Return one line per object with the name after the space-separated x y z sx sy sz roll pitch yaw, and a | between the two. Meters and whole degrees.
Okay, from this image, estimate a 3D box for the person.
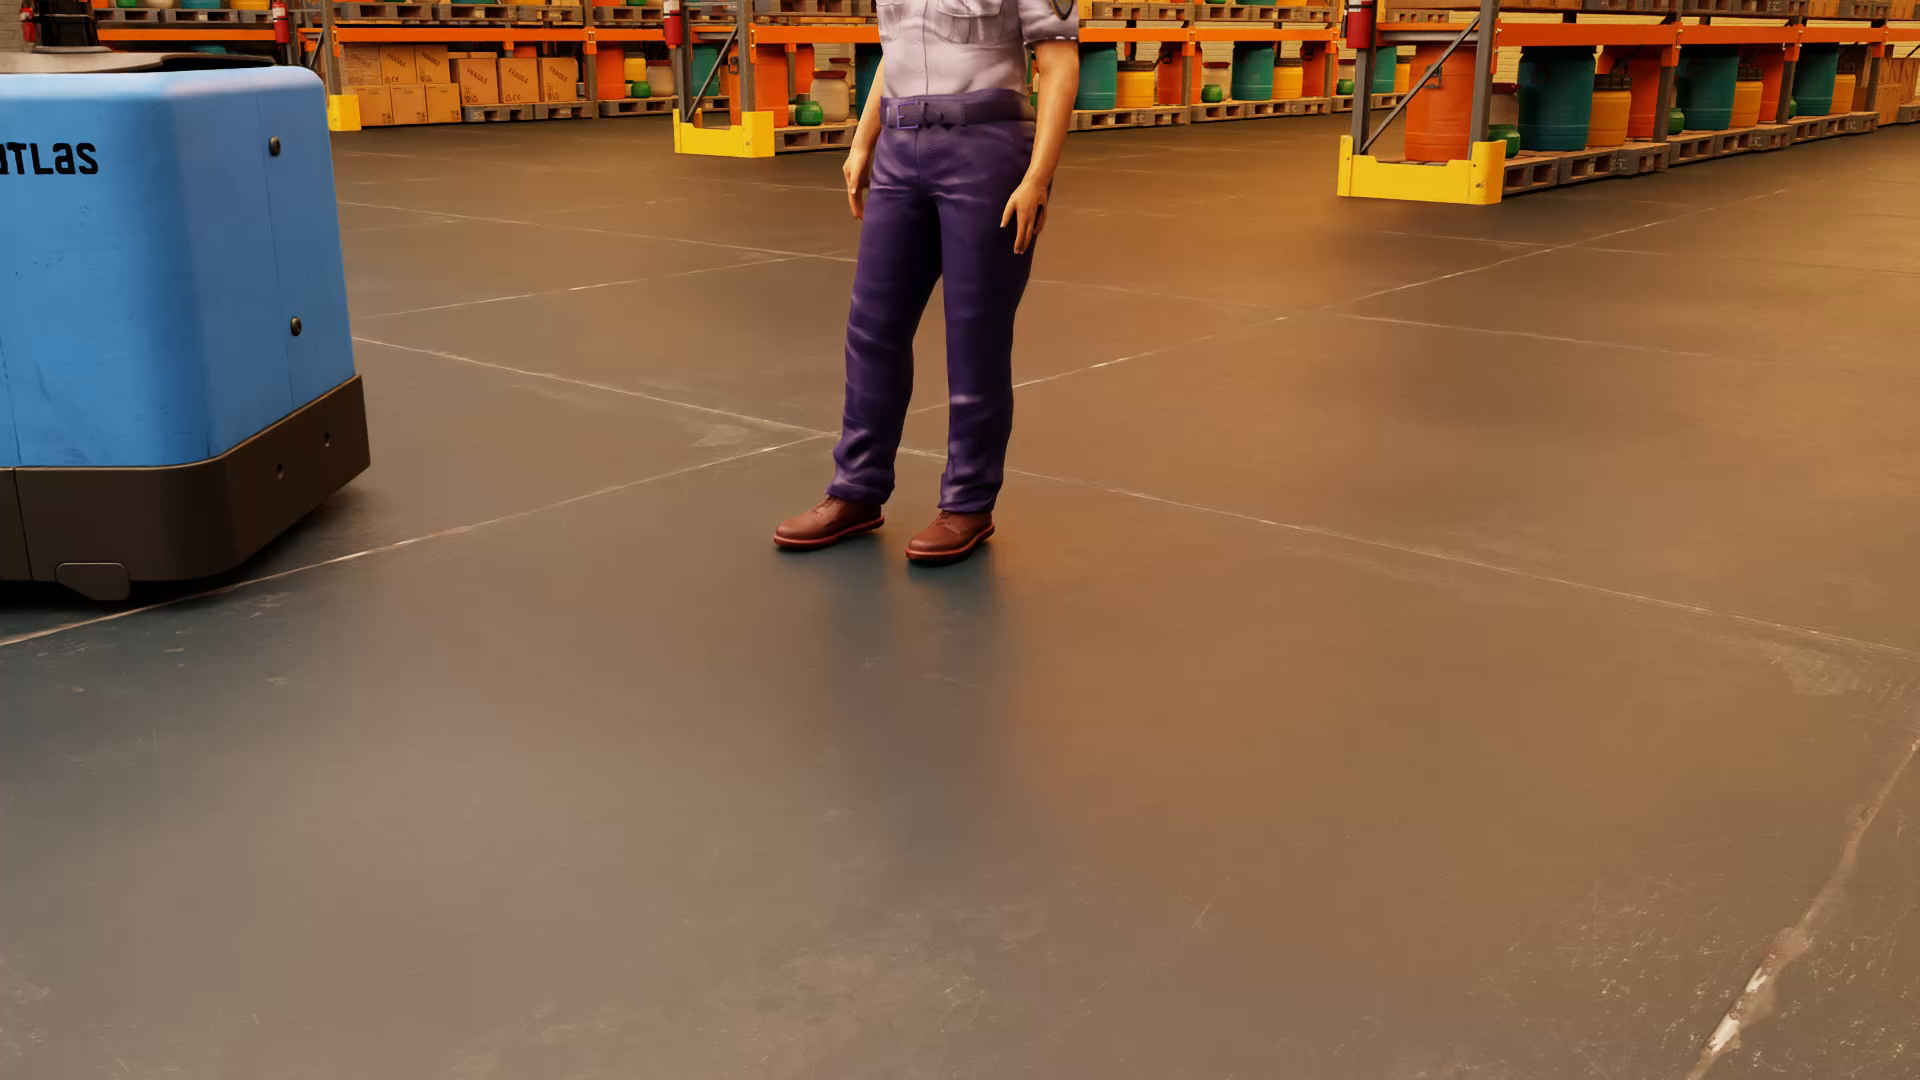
-0.075 -0.779 3.648 0.598 1.651 0.502 13 21 37 | person

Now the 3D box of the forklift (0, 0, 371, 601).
-3.044 -1.395 3.492 3.031 2.935 1.130 0 17 -1 | forklift
